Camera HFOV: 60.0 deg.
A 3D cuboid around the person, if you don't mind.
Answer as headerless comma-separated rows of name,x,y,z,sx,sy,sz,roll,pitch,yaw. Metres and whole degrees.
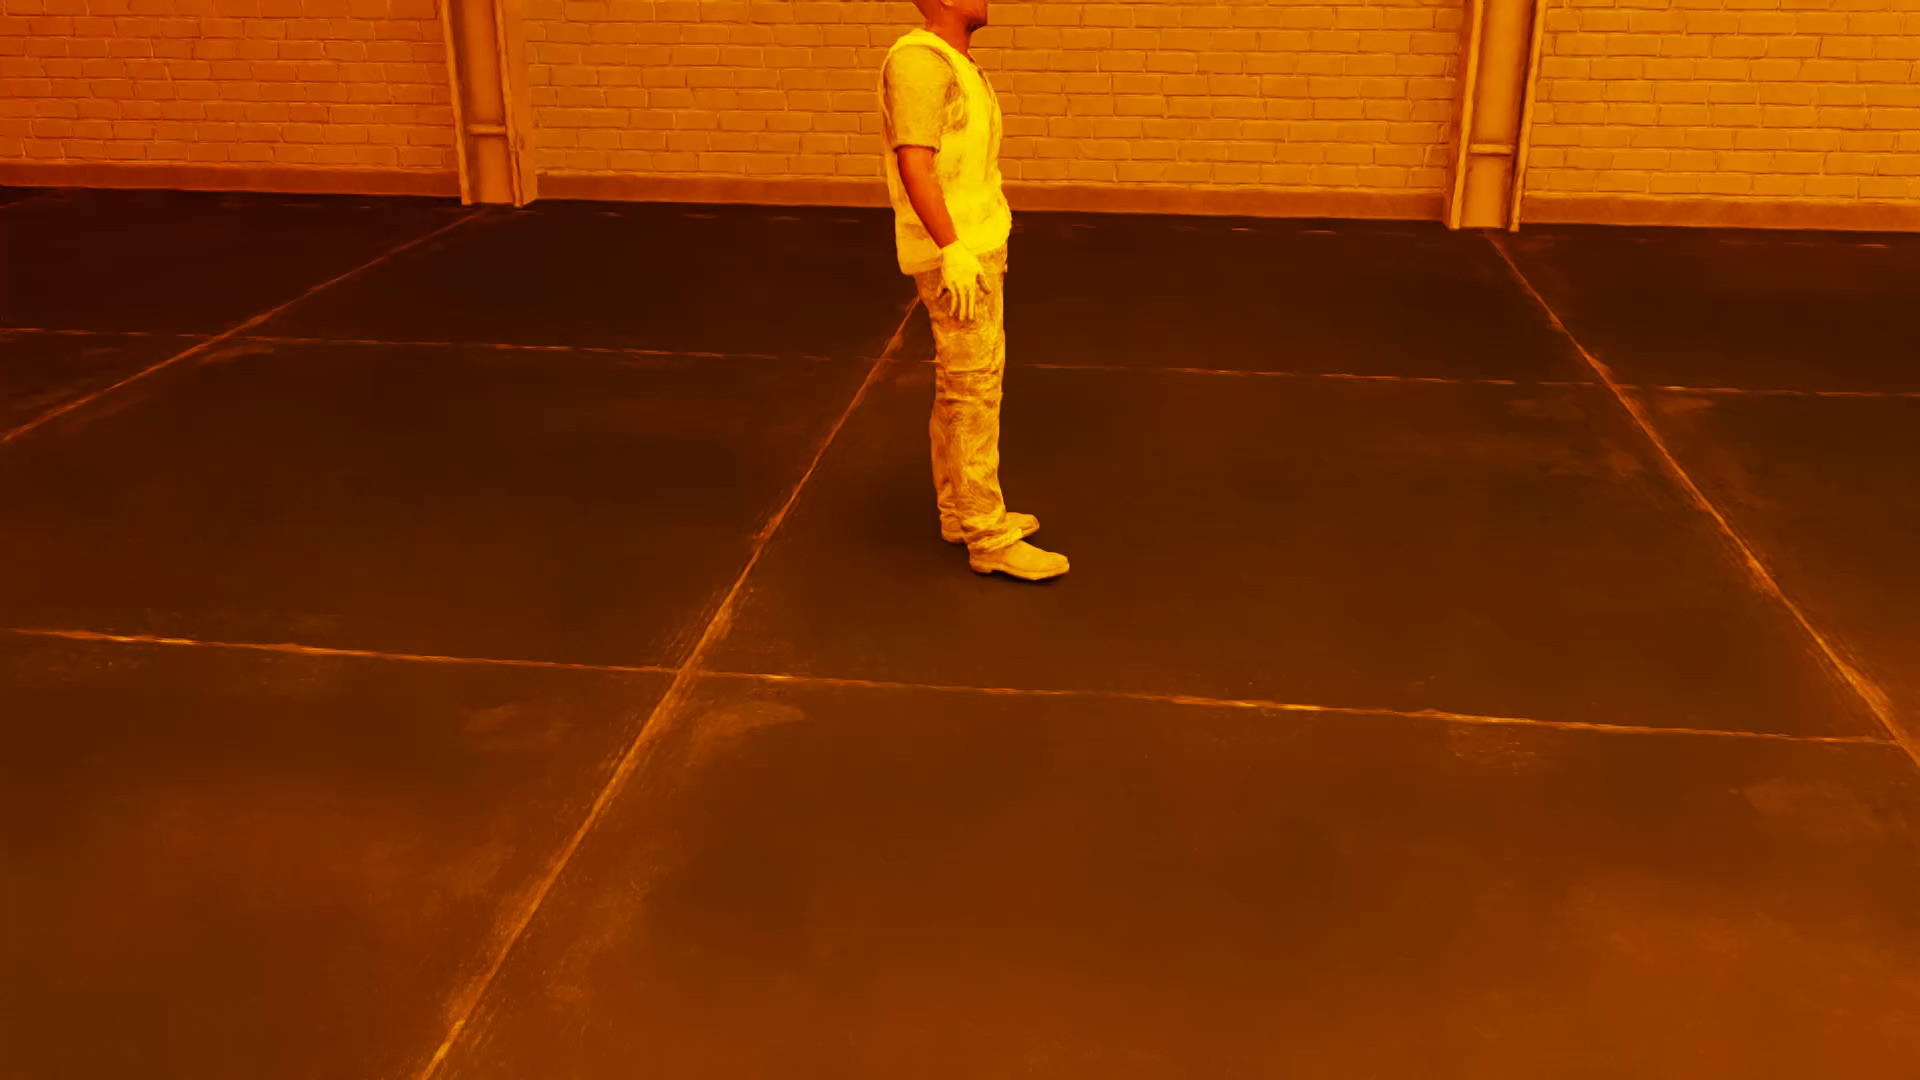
person,0.070,-0.827,4.826,0.576,1.782,0.655,3,22,7
